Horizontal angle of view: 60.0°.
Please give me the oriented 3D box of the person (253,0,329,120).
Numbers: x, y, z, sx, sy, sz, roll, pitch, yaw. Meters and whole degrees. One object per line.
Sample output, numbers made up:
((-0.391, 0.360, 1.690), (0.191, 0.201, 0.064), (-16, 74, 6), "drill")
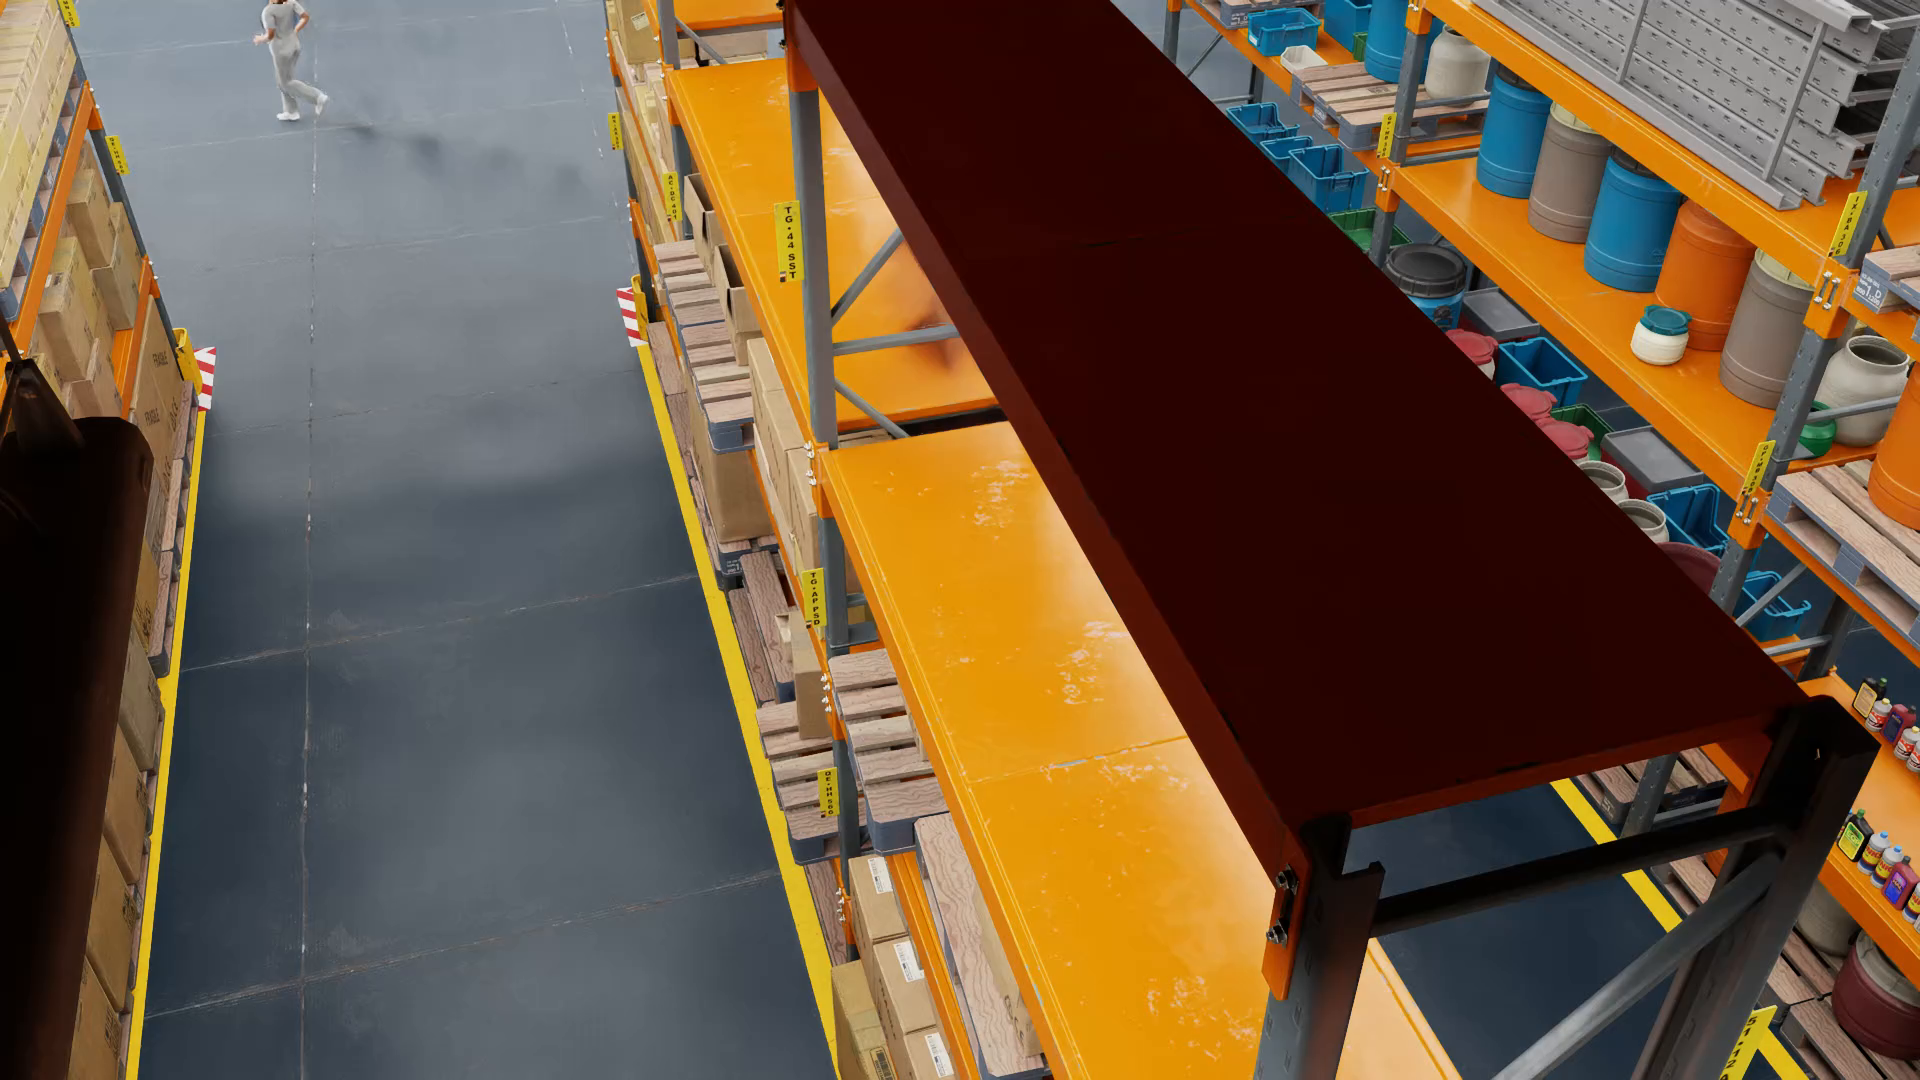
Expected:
((-7.397, -5.378, 18.307), (0.757, 1.660, 0.566), (13, 40, 16), "person")
